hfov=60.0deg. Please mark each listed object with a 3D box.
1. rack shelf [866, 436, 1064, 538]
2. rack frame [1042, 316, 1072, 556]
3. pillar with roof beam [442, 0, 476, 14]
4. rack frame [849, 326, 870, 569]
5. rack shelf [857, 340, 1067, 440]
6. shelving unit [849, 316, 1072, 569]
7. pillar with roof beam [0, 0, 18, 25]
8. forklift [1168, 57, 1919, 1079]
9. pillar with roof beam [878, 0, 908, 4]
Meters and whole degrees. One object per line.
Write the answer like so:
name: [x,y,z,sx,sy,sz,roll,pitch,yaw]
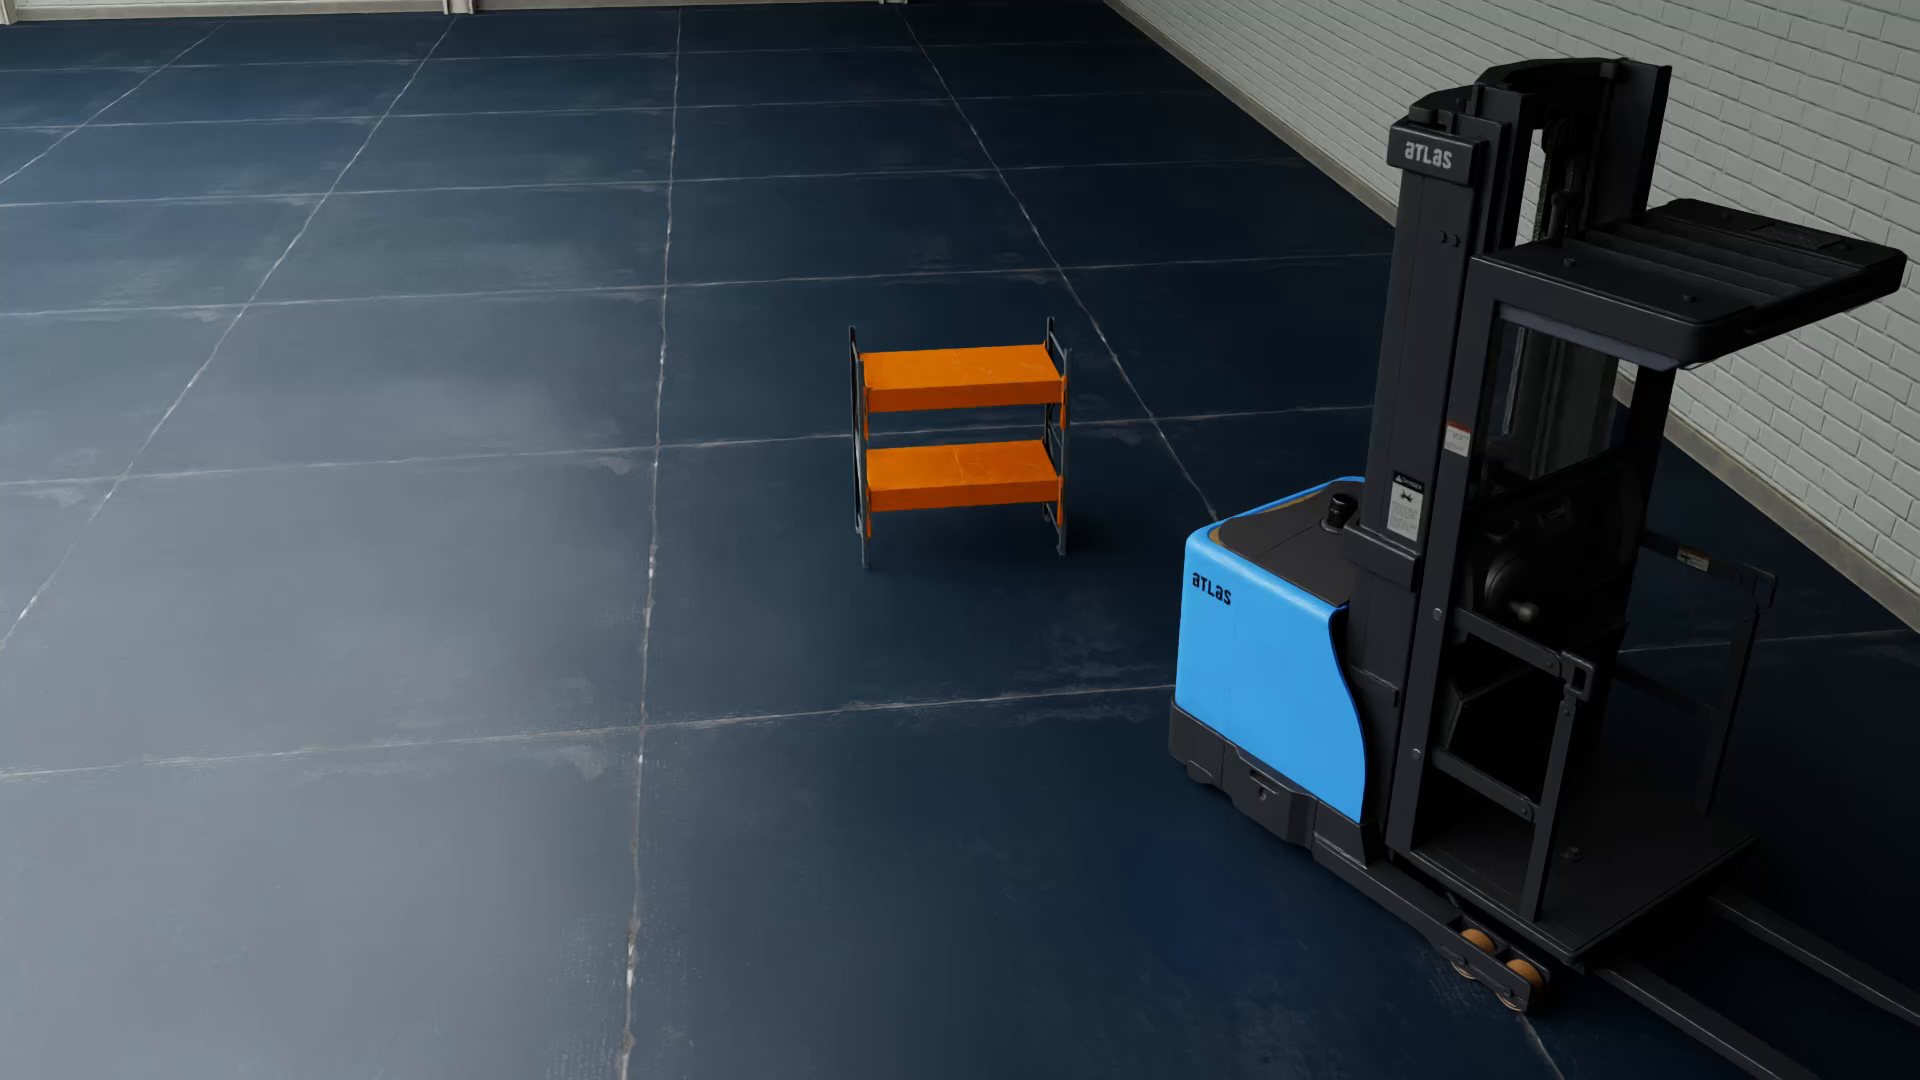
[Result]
rack shelf: [-0.007,-0.282,8.604,1.000,0.278,0.538,-4,27,-7]
rack frame: [0.497,-0.532,8.555,0.032,1.125,0.500,-4,27,-7]
pillar with roof beam: [-6.296,-9.343,17.101,0.400,9.000,9.100,-4,27,-7]
rack frame: [-0.510,-0.468,8.429,0.032,1.125,0.500,-4,27,-7]
rack shelf: [-0.007,-0.760,8.359,1.000,0.278,0.538,-4,27,-7]
shelving unit: [-0.007,-0.500,8.492,1.048,1.125,0.538,-4,27,-7]
pillar with roof beam: [-12.237,-8.961,16.357,0.400,9.000,9.100,-4,27,-7]
forklift: [2.134,0.037,5.467,1.130,2.935,3.031,-18,32,-32]
pillar with roof beam: [-0.354,-9.724,17.844,0.400,9.000,9.100,-4,27,-7]
